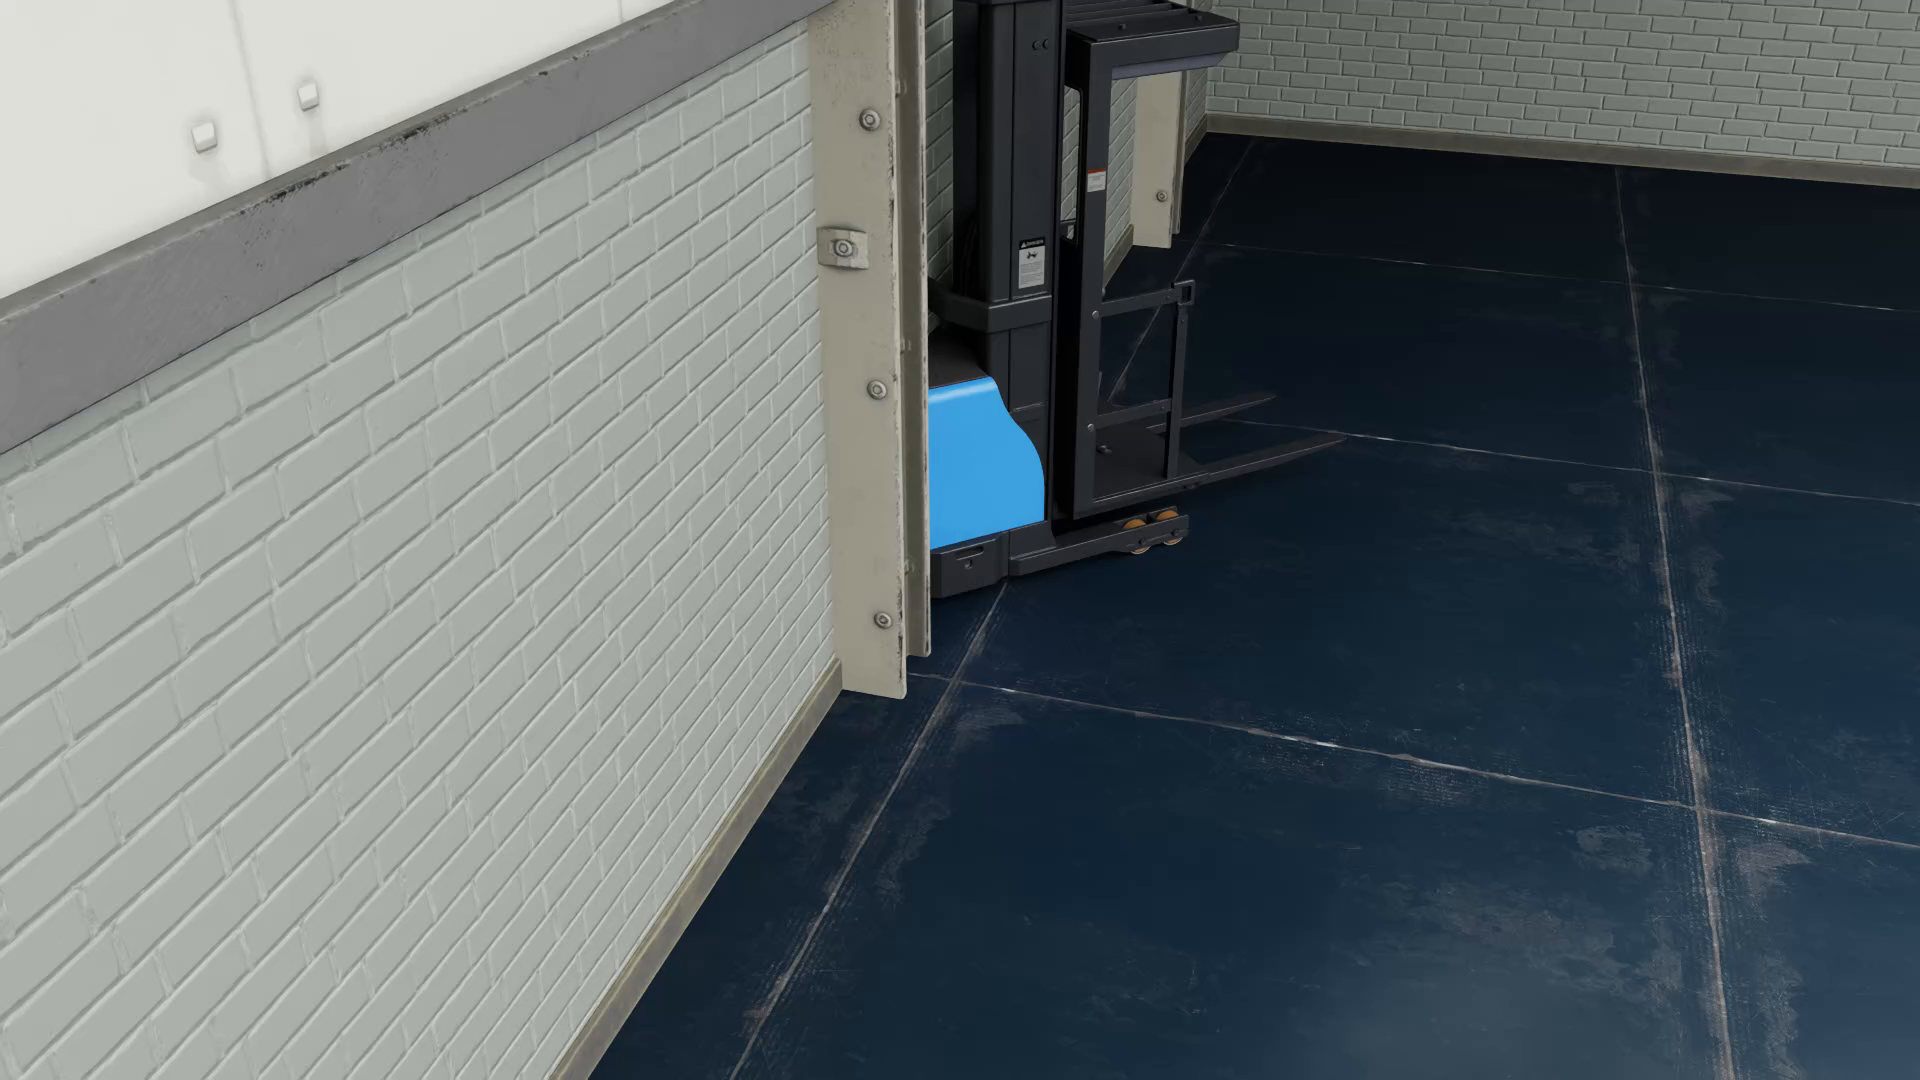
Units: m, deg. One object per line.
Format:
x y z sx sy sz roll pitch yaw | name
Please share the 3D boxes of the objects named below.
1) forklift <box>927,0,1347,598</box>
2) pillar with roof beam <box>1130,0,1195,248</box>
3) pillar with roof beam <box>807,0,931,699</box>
0.551 -1.423 7.794 3.031 2.935 1.130 -15 32 -24 | forklift
5.544 -5.546 8.963 9.100 9.000 0.400 8 30 15 | pillar with roof beam
3.783 -2.758 3.950 9.100 9.000 0.400 8 30 15 | pillar with roof beam
